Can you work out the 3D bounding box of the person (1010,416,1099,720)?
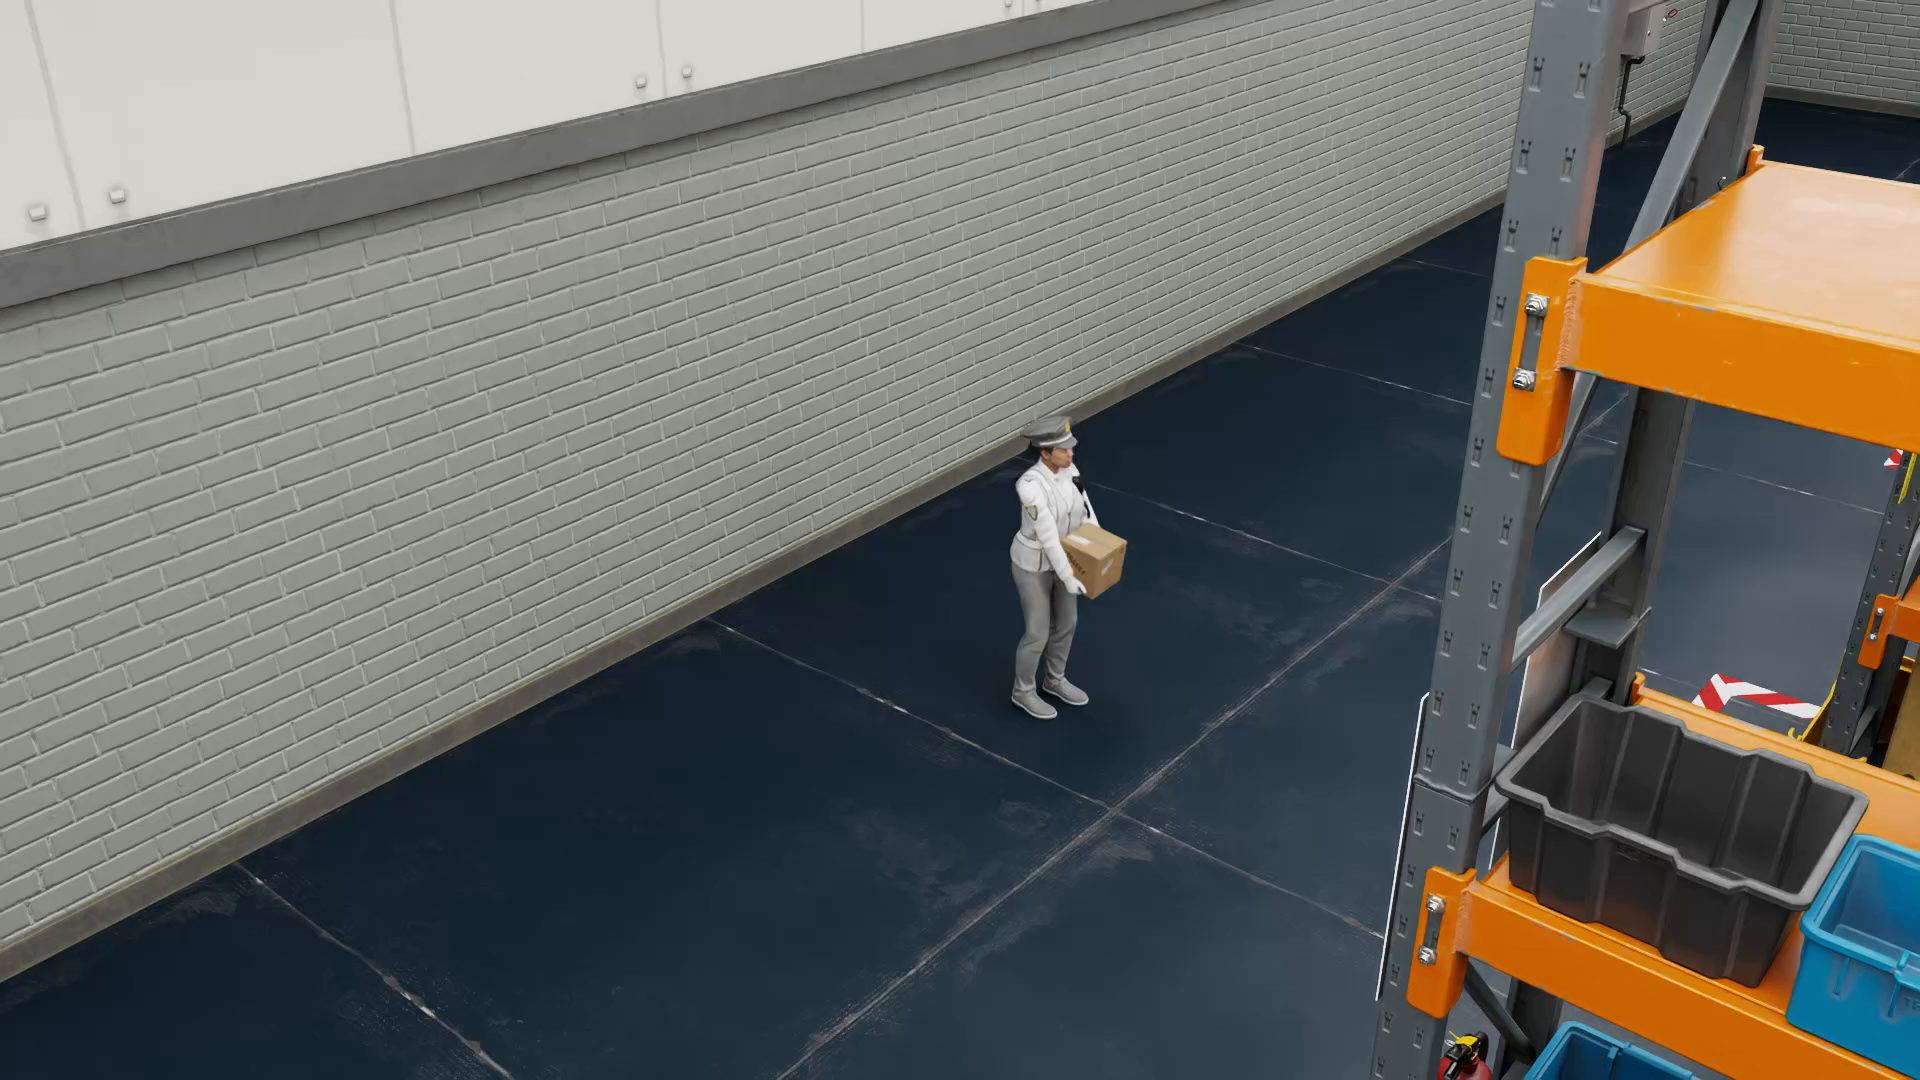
[{"bbox_3d":[0.531,0.151,8.722,0.522,1.687,0.416,20,34,34],"label":"person"}]
